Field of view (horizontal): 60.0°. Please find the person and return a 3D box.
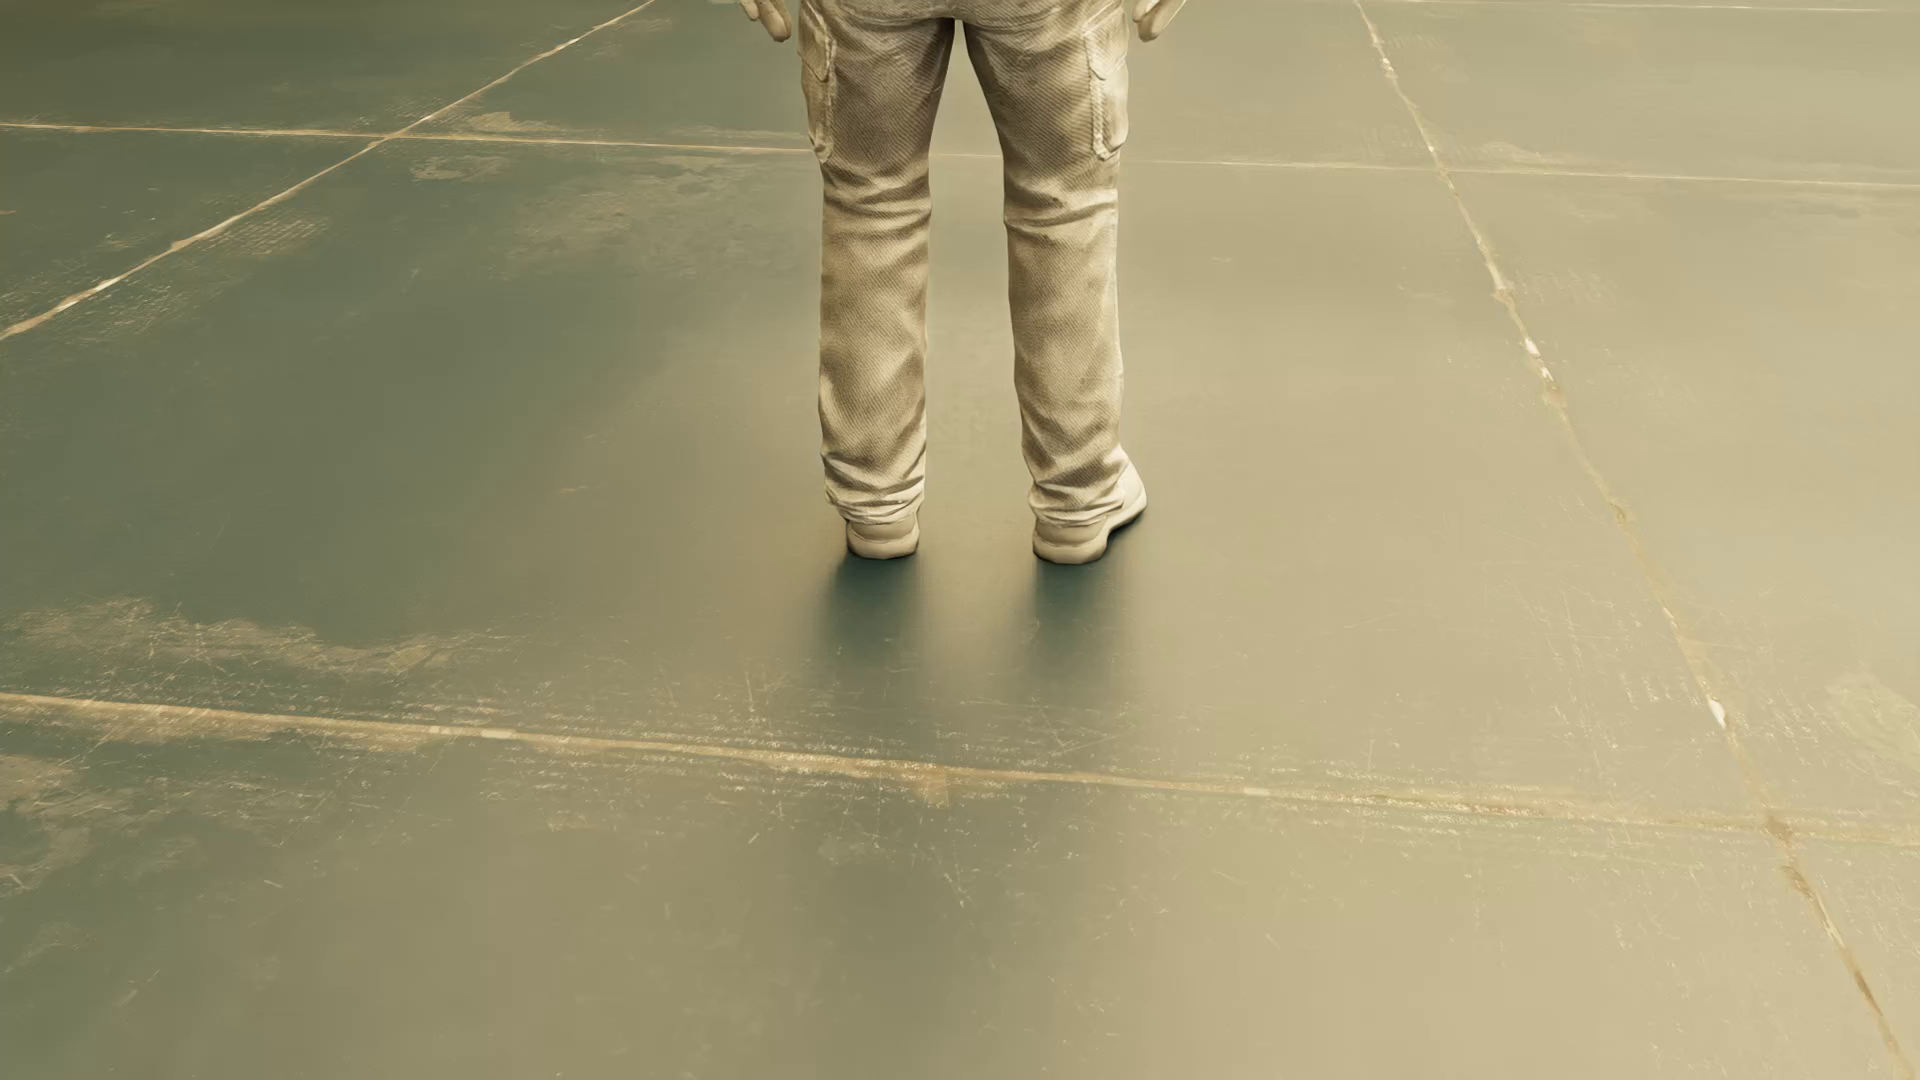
[{"bbox_3d":[-0.002,-0.809,2.140,0.617,1.773,0.449,3,27,5],"label":"person"}]
